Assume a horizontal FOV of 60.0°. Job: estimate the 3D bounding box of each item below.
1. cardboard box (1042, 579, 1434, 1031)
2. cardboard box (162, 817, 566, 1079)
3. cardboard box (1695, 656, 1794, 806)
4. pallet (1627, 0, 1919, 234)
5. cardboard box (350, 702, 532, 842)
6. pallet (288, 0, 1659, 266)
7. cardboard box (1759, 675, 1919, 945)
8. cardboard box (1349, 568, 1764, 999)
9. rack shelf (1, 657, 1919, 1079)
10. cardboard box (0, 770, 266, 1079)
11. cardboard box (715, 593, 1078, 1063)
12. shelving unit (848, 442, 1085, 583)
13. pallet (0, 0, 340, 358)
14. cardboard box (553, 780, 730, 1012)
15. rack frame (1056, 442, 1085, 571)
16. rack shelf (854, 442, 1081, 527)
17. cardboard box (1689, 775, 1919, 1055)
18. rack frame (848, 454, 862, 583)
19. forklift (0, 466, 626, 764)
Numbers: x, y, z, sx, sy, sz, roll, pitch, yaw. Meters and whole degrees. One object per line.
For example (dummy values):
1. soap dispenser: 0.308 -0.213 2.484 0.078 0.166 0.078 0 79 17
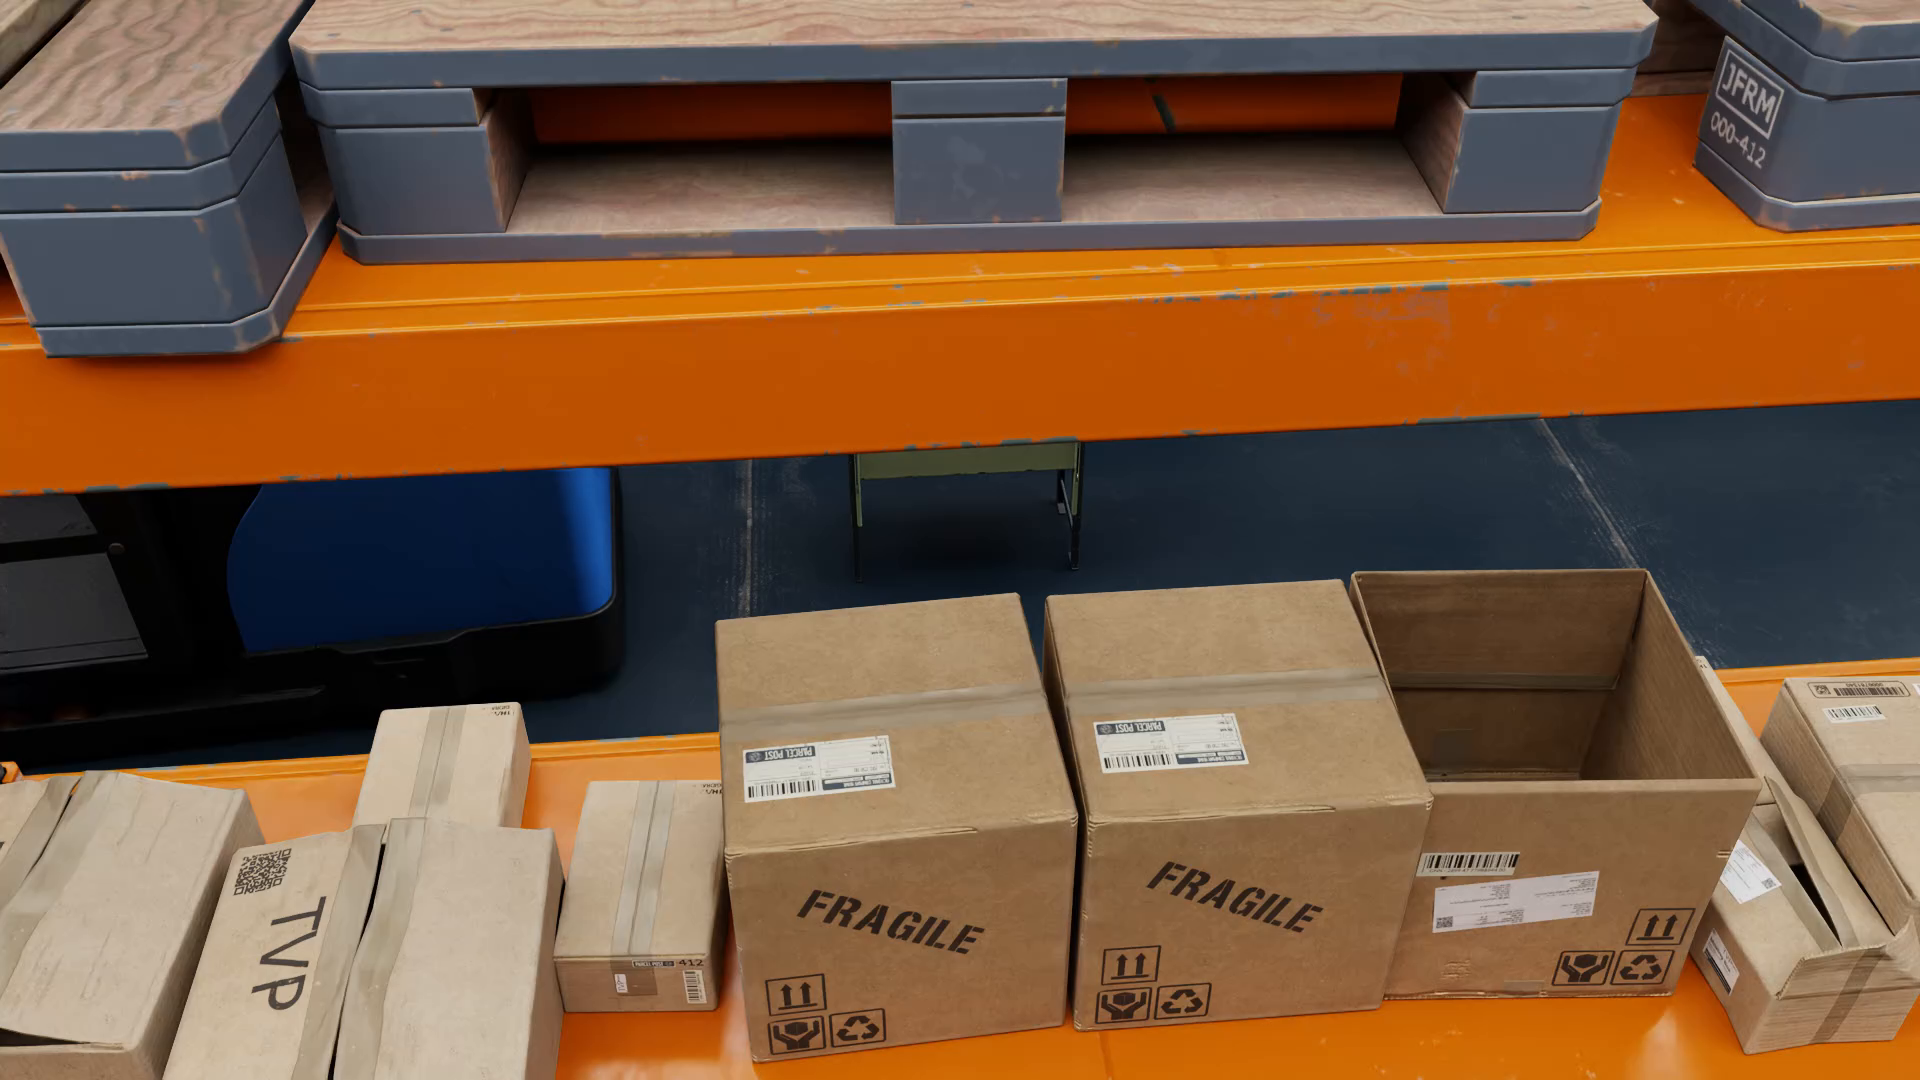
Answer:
1. cardboard box: 0.410 0.424 2.710 0.500 0.500 0.500 -3 38 -4
2. cardboard box: -0.876 0.700 2.513 0.500 0.311 0.500 -4 38 -5
3. cardboard box: 1.300 0.396 3.029 0.250 0.149 0.380 -3 38 -4
4. pallet: 1.323 -0.671 1.911 1.217 0.209 0.805 -5 39 -6
5. cardboard box: -0.913 0.473 2.931 0.250 0.149 0.380 -3 38 -4
6. pallet: -0.002 -0.664 1.901 1.213 0.211 1.003 -1 38 -2
7. cardboard box: 1.714 0.488 2.831 0.500 0.250 0.500 -1 38 -1
8. cardboard box: 0.909 0.397 2.745 0.500 0.500 0.500 -1 38 -1
9. rack shelf: 0.208 0.767 2.937 4.000 0.370 1.077 -3 38 -4
10. cardboard box: -1.418 0.637 2.593 0.500 0.311 0.500 -1 38 -1
11. cardboard box: -0.114 0.453 2.673 0.500 0.500 0.500 -5 39 -6
12. shelving unit: 0.007 -0.589 5.286 0.755 1.500 0.431 -3 38 -4
13. pallet: -1.116 -0.601 1.821 1.003 0.211 1.213 -1 38 -2
14. cardboard box: -0.519 0.589 2.785 0.250 0.149 0.380 0 38 -1
15. rack frame: 0.371 -0.609 5.311 0.023 1.500 0.400 -3 38 -4
16. rack shelf: 0.007 -0.333 5.488 0.720 0.370 0.431 -3 38 -4
17. cardboard box: 1.341 0.590 2.690 0.258 0.266 0.396 -4 38 -5
18. rack frame: -0.358 -0.569 5.260 0.023 1.500 0.400 -3 38 -4
19. forklift: -2.608 -0.842 4.451 3.031 2.935 1.130 -6 39 -8
